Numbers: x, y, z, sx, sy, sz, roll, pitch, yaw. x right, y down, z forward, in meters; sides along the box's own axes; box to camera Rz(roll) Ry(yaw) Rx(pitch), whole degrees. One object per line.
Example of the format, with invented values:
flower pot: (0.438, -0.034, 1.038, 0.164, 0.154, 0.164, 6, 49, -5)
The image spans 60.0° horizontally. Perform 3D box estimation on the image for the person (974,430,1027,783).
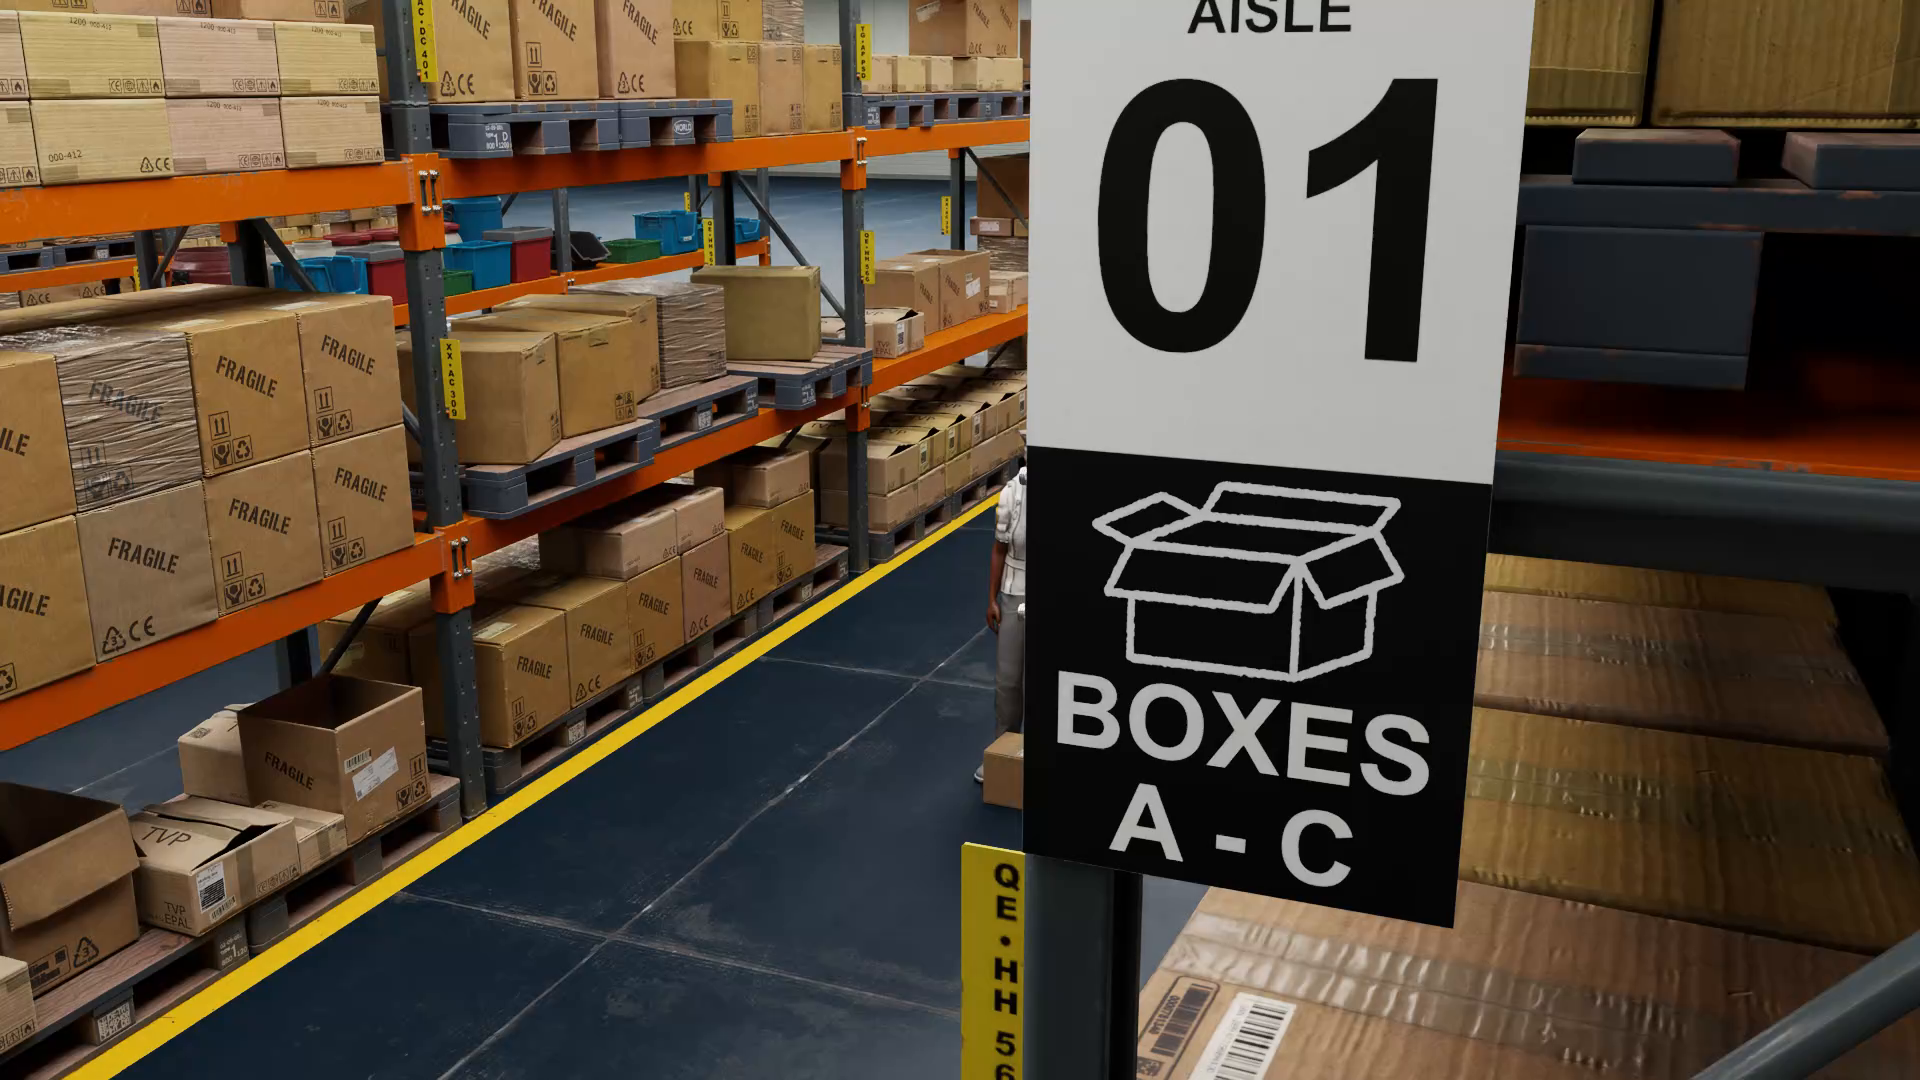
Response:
person: (0.350, 0.297, 7.453, 0.531, 1.661, 0.386, 5, 16, 17)
